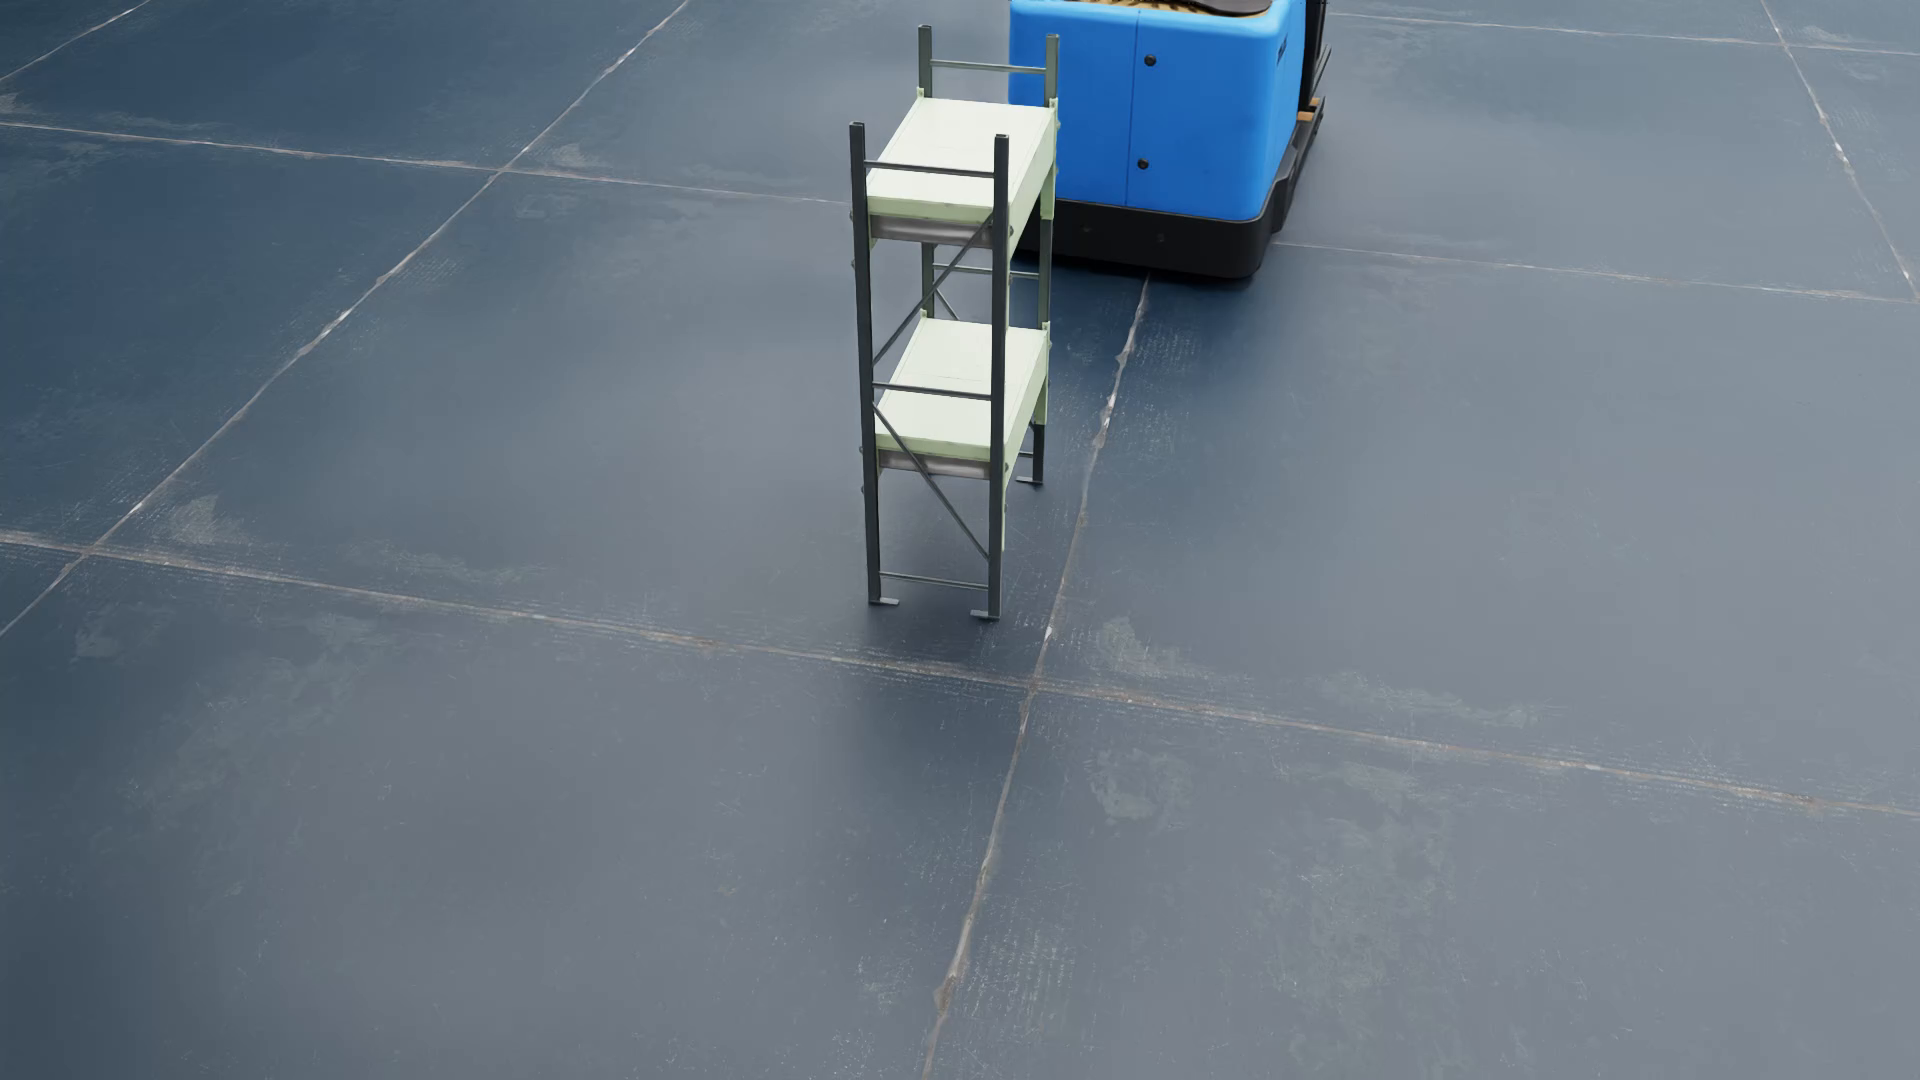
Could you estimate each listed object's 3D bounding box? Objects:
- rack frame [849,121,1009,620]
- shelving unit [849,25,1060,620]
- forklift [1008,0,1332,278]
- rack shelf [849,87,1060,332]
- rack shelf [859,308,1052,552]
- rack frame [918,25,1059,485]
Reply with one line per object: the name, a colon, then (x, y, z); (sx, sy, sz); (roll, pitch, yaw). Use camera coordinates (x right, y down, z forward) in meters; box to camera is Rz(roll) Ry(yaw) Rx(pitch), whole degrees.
rack frame: (-0.077, -0.401, 4.526); (0.400, 1.500, 0.023); (7, 37, 10)
shelving unit: (0.001, -0.611, 4.815); (0.431, 1.500, 0.755); (7, 37, 10)
forklift: (1.104, -3.082, 7.005); (1.130, 2.935, 3.031); (11, 37, 14)
rack shelf: (0.001, -0.927, 4.586); (0.431, 0.370, 0.720); (7, 37, 10)
rack shelf: (0.001, -0.347, 5.006); (0.431, 0.370, 0.720); (7, 37, 10)
rack frame: (0.080, -0.821, 5.105); (0.400, 1.500, 0.023); (7, 37, 10)
